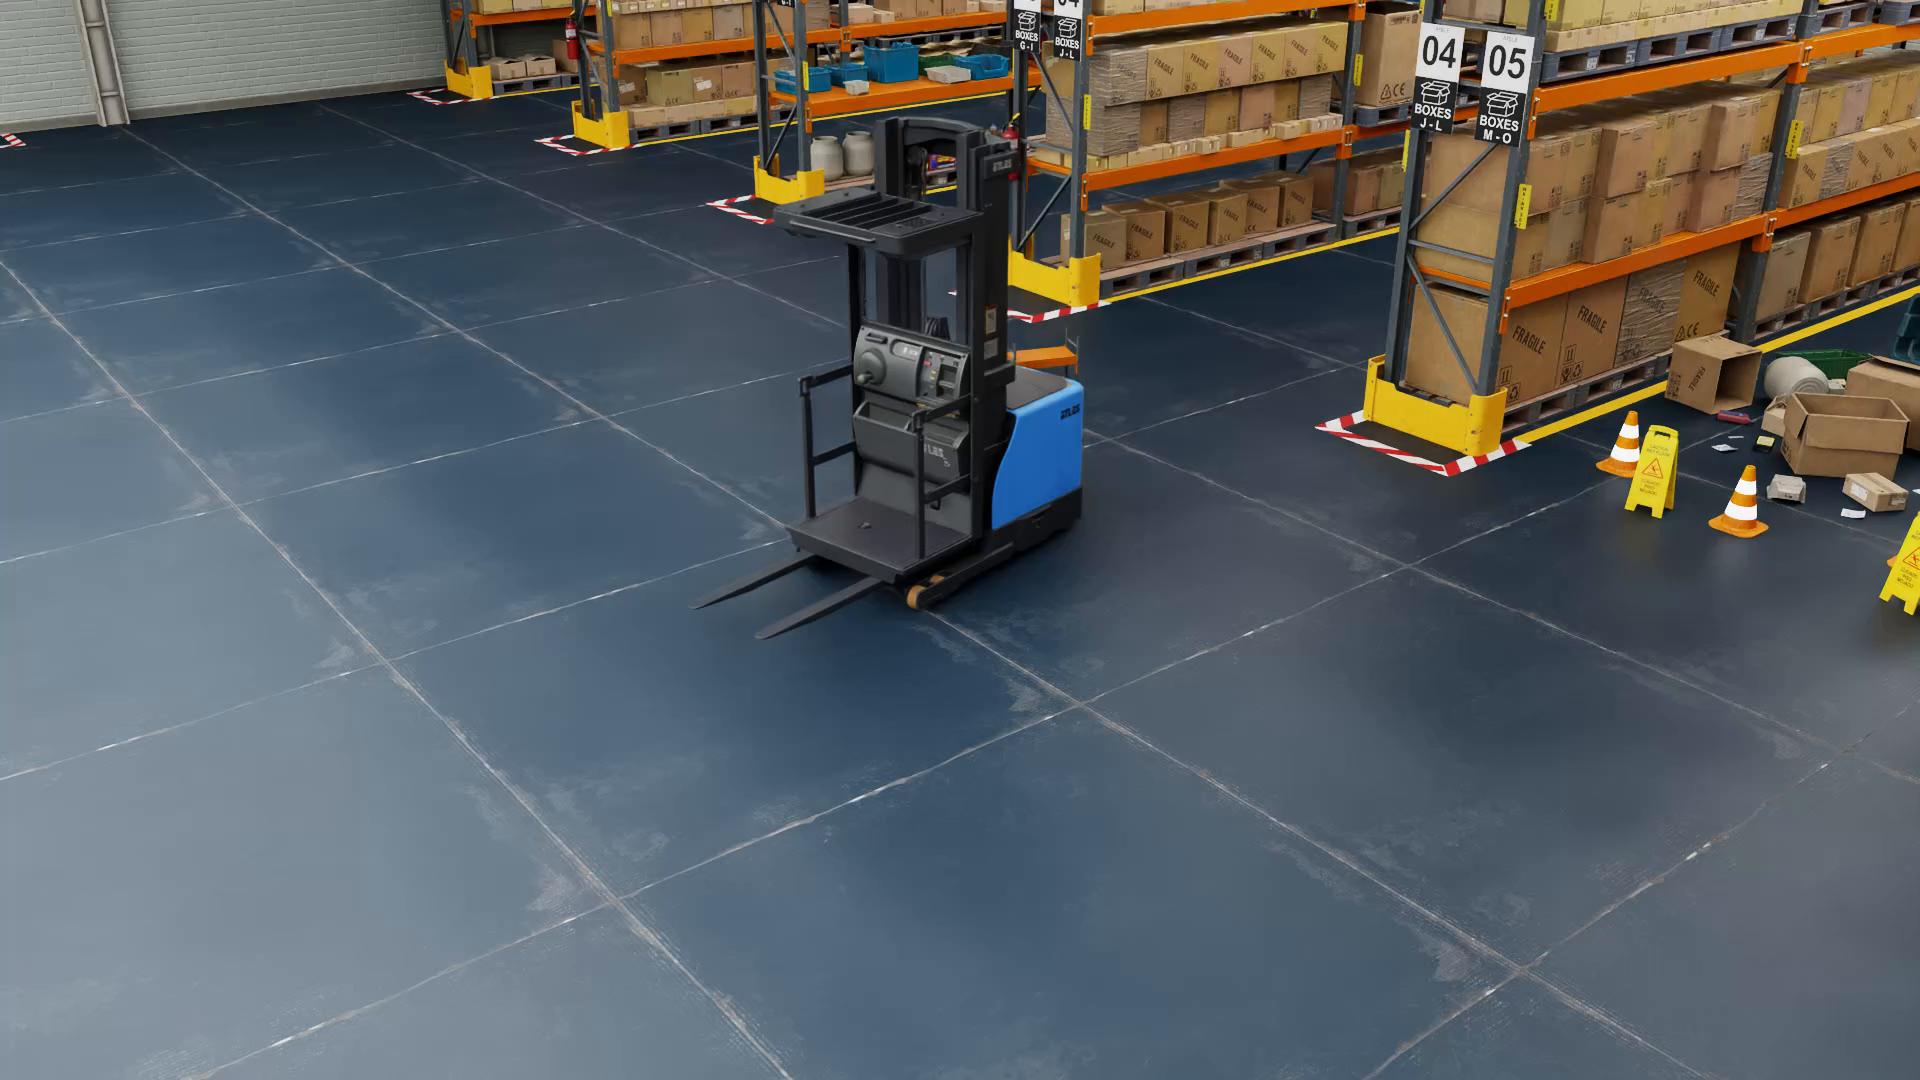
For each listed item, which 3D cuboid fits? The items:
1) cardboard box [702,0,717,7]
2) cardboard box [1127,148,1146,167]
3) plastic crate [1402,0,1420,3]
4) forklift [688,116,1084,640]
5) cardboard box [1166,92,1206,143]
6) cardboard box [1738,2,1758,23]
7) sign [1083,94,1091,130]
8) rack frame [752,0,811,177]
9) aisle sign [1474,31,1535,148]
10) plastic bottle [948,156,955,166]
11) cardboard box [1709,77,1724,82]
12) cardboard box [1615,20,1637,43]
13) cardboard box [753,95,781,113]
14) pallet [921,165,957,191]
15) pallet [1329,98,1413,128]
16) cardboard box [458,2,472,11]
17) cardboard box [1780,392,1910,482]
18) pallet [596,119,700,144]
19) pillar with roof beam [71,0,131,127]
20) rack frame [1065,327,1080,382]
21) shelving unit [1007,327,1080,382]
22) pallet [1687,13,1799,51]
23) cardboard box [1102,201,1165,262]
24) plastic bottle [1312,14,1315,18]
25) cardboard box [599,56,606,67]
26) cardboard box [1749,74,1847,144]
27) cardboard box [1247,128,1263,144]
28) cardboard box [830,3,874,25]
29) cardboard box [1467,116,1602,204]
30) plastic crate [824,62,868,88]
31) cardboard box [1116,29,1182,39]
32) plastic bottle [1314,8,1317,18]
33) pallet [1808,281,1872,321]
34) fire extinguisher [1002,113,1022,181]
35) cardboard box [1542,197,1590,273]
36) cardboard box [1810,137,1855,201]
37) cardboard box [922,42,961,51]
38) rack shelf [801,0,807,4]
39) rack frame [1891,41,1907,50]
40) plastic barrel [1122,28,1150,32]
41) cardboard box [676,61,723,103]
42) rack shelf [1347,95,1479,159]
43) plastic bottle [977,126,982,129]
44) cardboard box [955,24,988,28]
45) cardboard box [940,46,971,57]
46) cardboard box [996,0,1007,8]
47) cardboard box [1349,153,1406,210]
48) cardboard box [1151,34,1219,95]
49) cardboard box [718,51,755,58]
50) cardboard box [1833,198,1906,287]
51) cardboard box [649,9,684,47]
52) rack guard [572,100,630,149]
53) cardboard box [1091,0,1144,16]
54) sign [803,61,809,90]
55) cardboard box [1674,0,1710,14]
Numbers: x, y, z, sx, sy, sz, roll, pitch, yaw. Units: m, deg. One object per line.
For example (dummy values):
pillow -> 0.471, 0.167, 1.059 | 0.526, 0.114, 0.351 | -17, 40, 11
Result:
cardboard box -> -3.764, -7.910, 24.341 | 0.250, 0.149, 0.380 | -19, 31, -35
cardboard box -> 1.678, -3.922, 16.935 | 0.250, 0.149, 0.380 | -18, 31, -34
plastic crate -> 7.435, -8.934, 27.385 | 0.575, 0.384, 0.392 | -18, 31, -34
forklift -> -0.460, -1.110, 10.659 | 1.130, 2.935, 3.031 | 20, 31, 36
cardboard box -> 2.081, -4.521, 17.457 | 0.500, 0.500, 0.875 | -18, 31, -34
cardboard box -> 6.329, -4.374, 13.730 | 0.250, 0.149, 0.380 | -18, 30, -34
sign -> 1.227, -4.135, 16.068 | 0.005, 0.325, 0.100 | -18, 31, -34
rack frame -> -2.165, -5.563, 20.173 | 0.127, 3.000, 1.000 | -18, 31, -34
aisle sign -> 4.002, -3.314, 12.240 | 0.004, 0.787, 0.394 | -18, 31, -34
plastic bottle -> -0.119, -5.002, 21.765 | 0.097, 0.201, 0.097 | 0, 25, 0
cardboard box -> 9.843, -6.093, 23.341 | 0.875, 0.875, 1.225 | -18, 30, -34
cardboard box -> 4.937, -3.915, 12.741 | 0.250, 0.149, 0.380 | -18, 30, -34
cardboard box -> -3.084, -6.733, 25.461 | 0.500, 0.250, 0.500 | -18, 31, -34
pallet -> -0.532, -4.858, 21.966 | 1.213, 0.211, 1.003 | -18, 31, -34
pallet -> 4.731, -5.024, 19.241 | 1.213, 0.211, 1.003 | -18, 31, -34
cardboard box -> -8.030, -8.971, 27.672 | 0.500, 0.250, 0.500 | -18, 30, -33
cardboard box -> 6.827, -0.802, 12.880 | 0.797, 0.503, 0.637 | 5, 25, 11
pallet -> -4.642, -6.152, 24.756 | 1.213, 0.211, 1.003 | -18, 31, -34
pillar with roof beam -> -10.326, -9.050, 20.560 | 0.400, 9.000, 9.100 | -18, 31, -34
rack frame -> 0.826, -0.978, 12.433 | 0.015, 1.200, 0.240 | -8, 26, -16
shelving unit -> 0.594, -0.947, 12.365 | 0.503, 1.200, 0.258 | -8, 26, -16
pallet -> 6.370, -4.403, 14.216 | 1.213, 0.211, 1.003 | -18, 31, -34
cardboard box -> 1.843, -3.302, 17.772 | 0.500, 0.500, 0.500 | -10, 27, -21
plastic bottle -> 5.350, -7.793, 25.117 | 0.133, 0.283, 0.061 | -18, 31, -34
cardboard box -> -6.401, -8.381, 29.110 | 0.250, 0.149, 0.380 | -21, 32, -38
cardboard box -> 7.811, -4.056, 15.619 | 0.500, 0.500, 0.700 | -19, 31, -35
cardboard box -> 3.037, -4.386, 17.935 | 0.250, 0.149, 0.380 | -18, 31, -34
cardboard box -> -1.710, -8.318, 26.288 | 0.500, 0.250, 0.500 | -16, 29, -31
cardboard box -> 4.565, -3.068, 13.336 | 0.550, 0.550, 0.875 | -18, 31, -34
plastic crate -> -1.441, -5.891, 21.057 | 0.408, 0.251, 0.499 | -18, 31, -34
cardboard box -> 1.957, -5.041, 17.390 | 0.500, 0.500, 0.500 | -18, 31, -34
plastic bottle -> 5.596, -8.207, 26.024 | 0.097, 0.271, 0.097 | 0, 25, 0
pallet -> 8.542, -2.571, 17.039 | 1.213, 0.211, 1.003 | -18, 31, -34
fire extinguisher -> 0.517, -4.010, 16.919 | 0.183, 0.674, 0.296 | -18, 31, -34
cardboard box -> 4.556, -2.582, 13.573 | 0.550, 0.550, 0.875 | -18, 31, -34
cardboard box -> 7.997, -3.516, 15.644 | 0.500, 0.500, 0.500 | -18, 30, -34
cardboard box -> -0.327, -8.171, 27.894 | 0.500, 0.311, 0.500 | -19, 31, -35
rack shelf -> -0.591, -7.117, 20.812 | 4.000, 0.370, 1.077 | -18, 31, -34
rack frame -> 10.168, -4.331, 17.518 | 0.127, 3.000, 1.000 | -18, 31, -34
plastic barrel -> 2.449, -7.030, 23.173 | 0.433, 0.535, 0.433 | 0, 25, 0
cardboard box -> -3.881, -6.818, 24.755 | 0.500, 0.500, 0.500 | -18, 31, -34
rack shelf -> 5.613, -5.154, 20.147 | 4.000, 0.370, 1.077 | -18, 31, -34
plastic bottle -> 0.224, -5.535, 22.827 | 0.135, 0.276, 0.152 | -17, 30, -32
cardboard box -> 0.036, -10.734, 33.369 | 0.750, 0.750, 0.750 | -17, 30, -33
cardboard box -> 0.013, -7.995, 27.516 | 0.500, 0.311, 0.500 | -18, 31, -34
cardboard box -> 0.764, -9.162, 28.035 | 0.500, 0.311, 0.500 | -16, 29, -31
cardboard box -> 4.923, -4.297, 19.892 | 0.500, 0.500, 0.700 | -18, 31, -34
cardboard box -> 2.283, -4.866, 17.013 | 0.500, 0.500, 0.500 | -18, 31, -34
cardboard box -> -3.415, -7.251, 25.686 | 0.500, 0.500, 0.500 | -18, 31, -34
cardboard box -> 8.947, -3.144, 17.135 | 0.750, 0.750, 1.050 | -18, 30, -33
cardboard box -> -4.433, -7.505, 24.239 | 0.500, 0.500, 0.700 | -17, 30, -33
rack guard -> -5.237, -6.065, 24.224 | 0.348, 0.500, 1.175 | -18, 31, -34
cardboard box -> 1.430, -5.254, 16.123 | 0.500, 0.250, 0.500 | -17, 30, -33
sign -> -1.829, -5.505, 19.720 | 0.005, 0.325, 0.100 | -18, 31, -34
cardboard box -> 5.602, -4.350, 13.204 | 0.500, 0.250, 0.500 | -18, 31, -34
